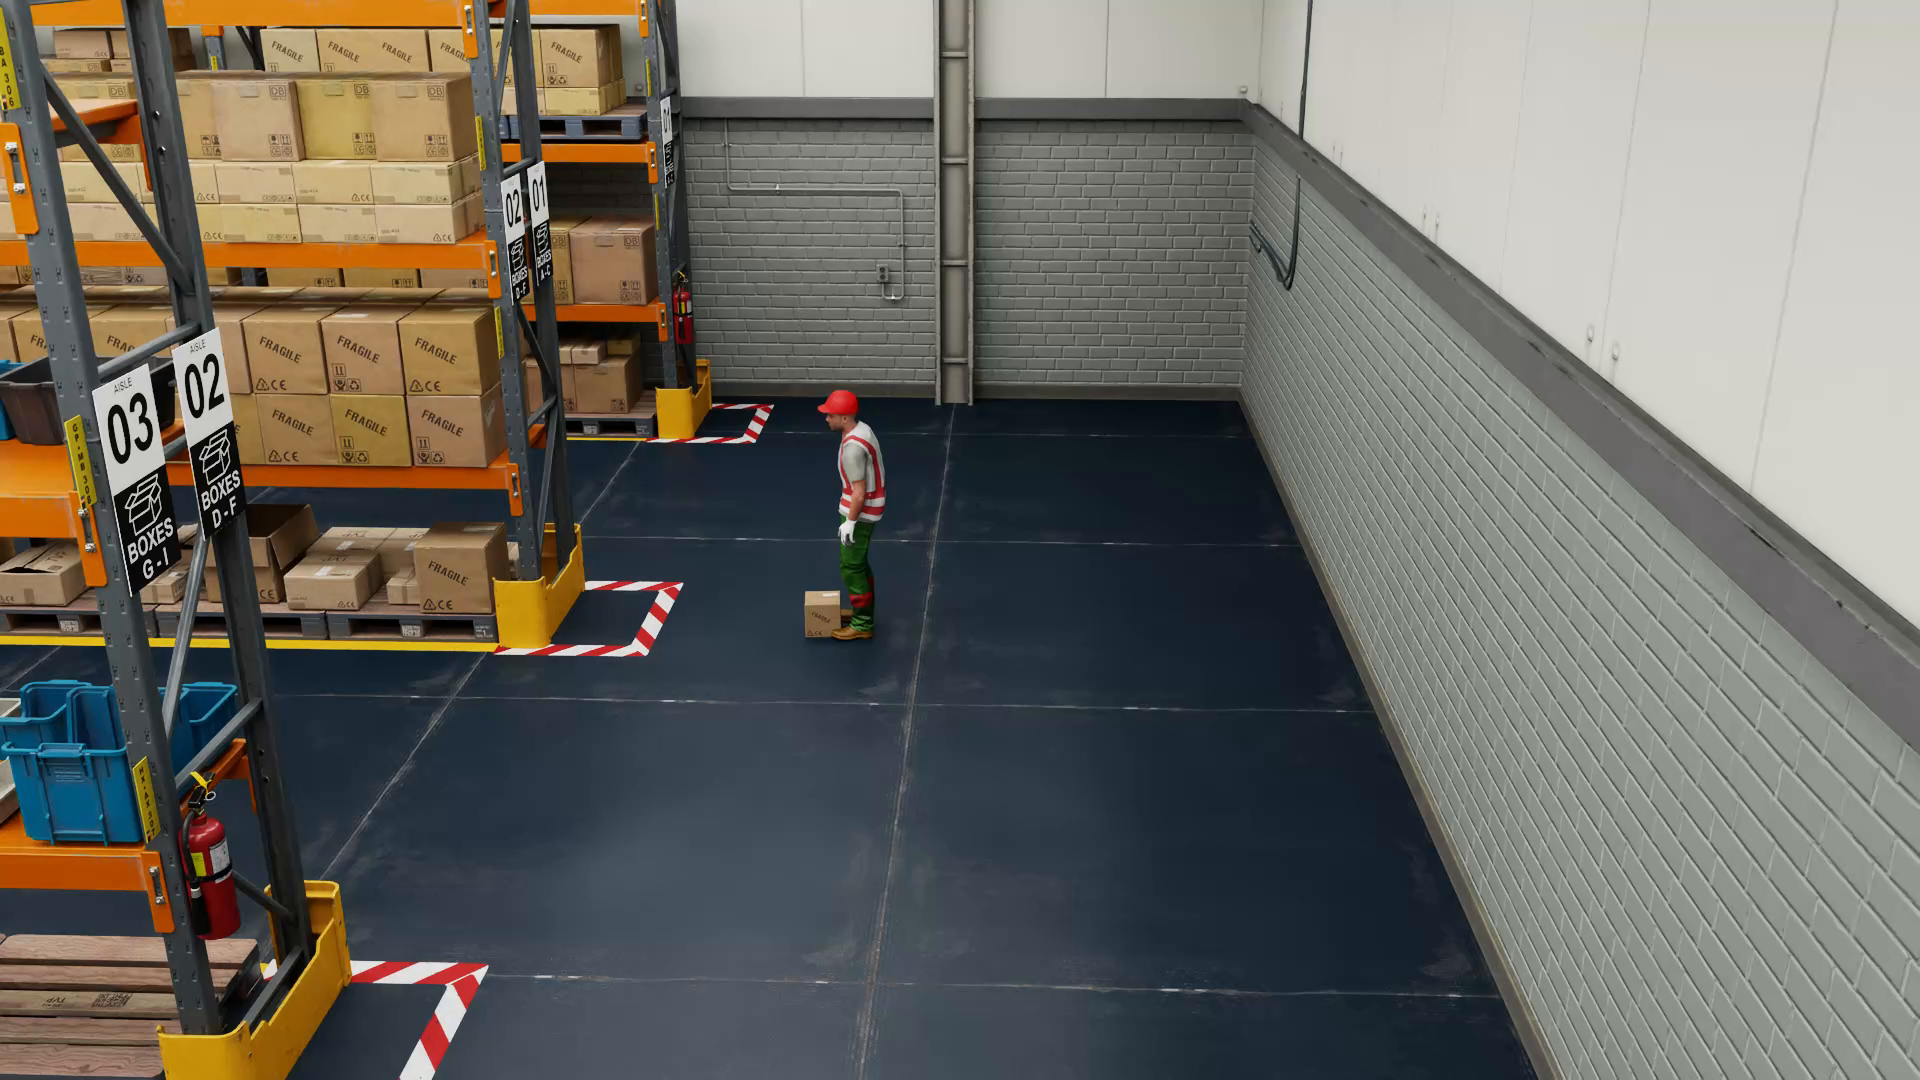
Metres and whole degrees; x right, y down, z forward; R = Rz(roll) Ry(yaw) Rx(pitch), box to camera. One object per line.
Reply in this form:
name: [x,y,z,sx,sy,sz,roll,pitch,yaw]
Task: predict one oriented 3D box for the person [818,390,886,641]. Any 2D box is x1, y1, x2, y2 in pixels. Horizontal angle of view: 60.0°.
person: [-0.739,-0.185,11.552,0.450,1.778,0.605,0,21,0]
